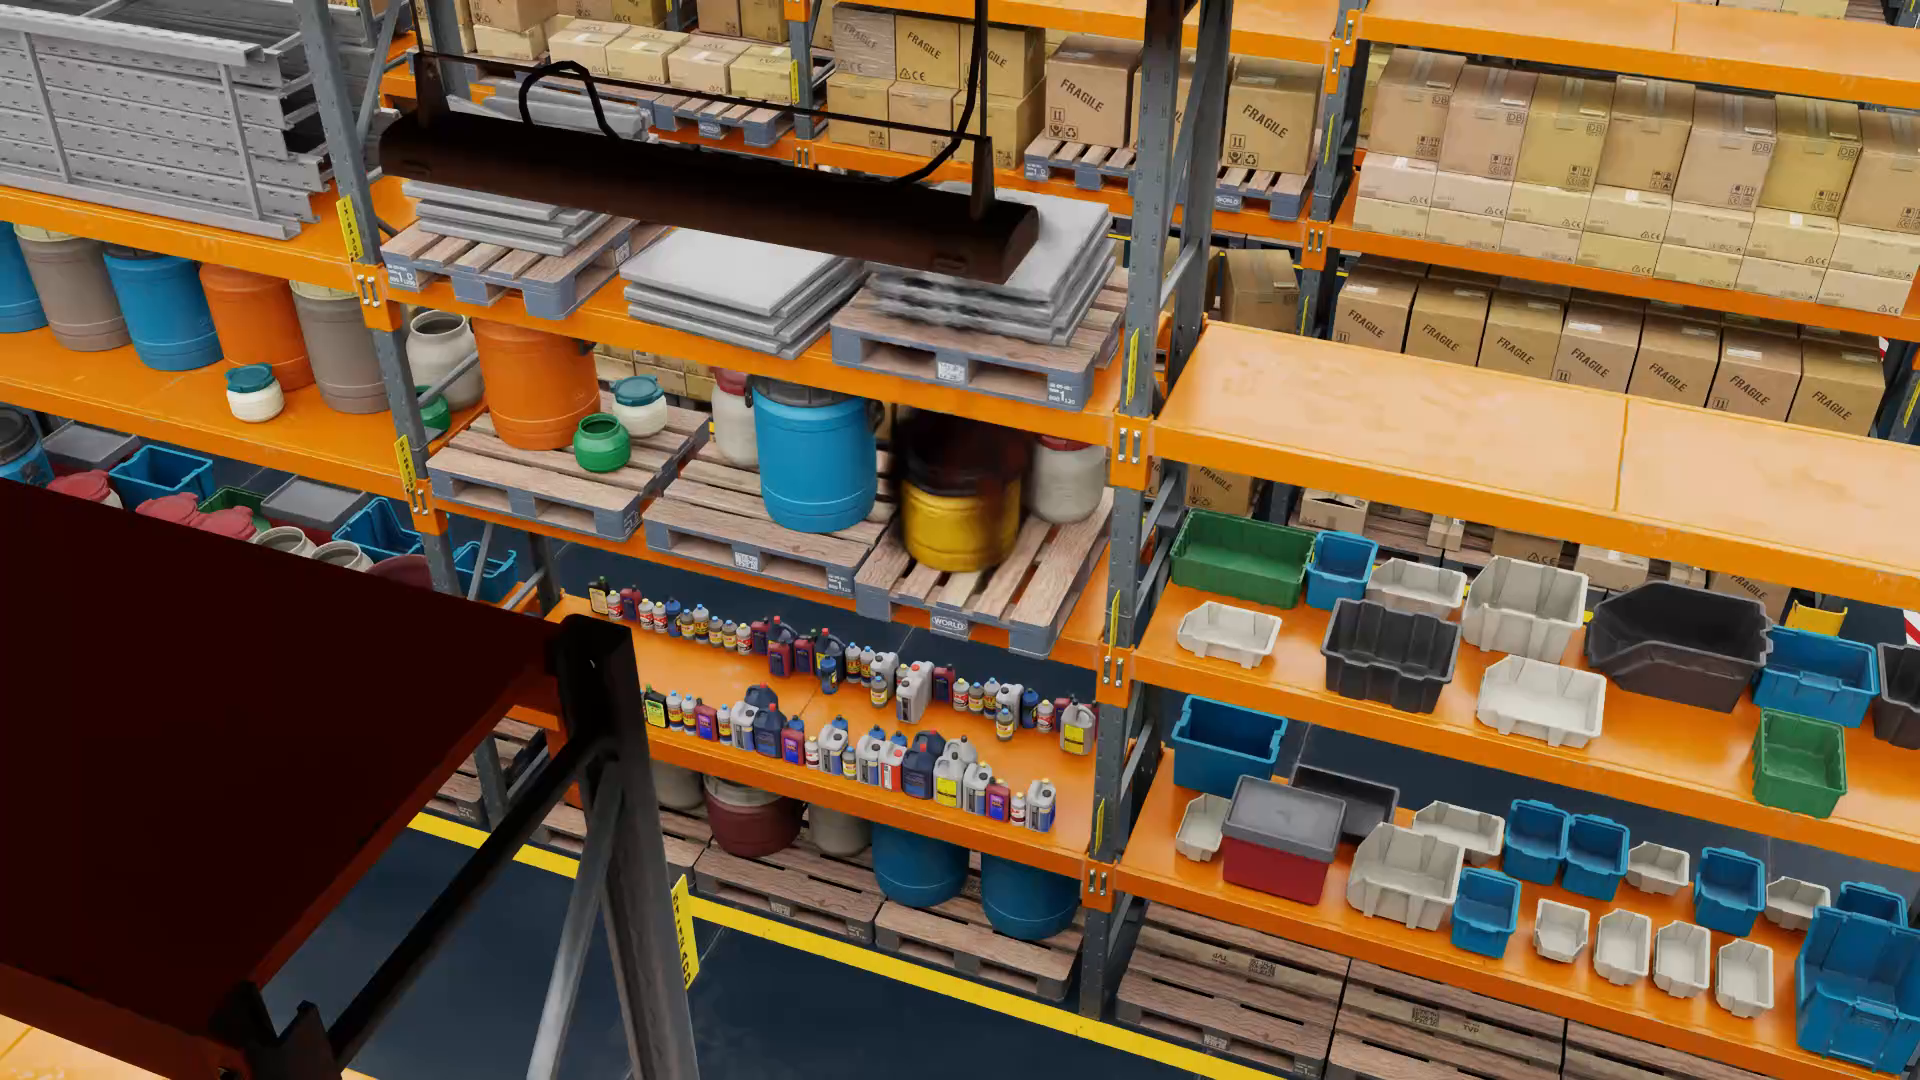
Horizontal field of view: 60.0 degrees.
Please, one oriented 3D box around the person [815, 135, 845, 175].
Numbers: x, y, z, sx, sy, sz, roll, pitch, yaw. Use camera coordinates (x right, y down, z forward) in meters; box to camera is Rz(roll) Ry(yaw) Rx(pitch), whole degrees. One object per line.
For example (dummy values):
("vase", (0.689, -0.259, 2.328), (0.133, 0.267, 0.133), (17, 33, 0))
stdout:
("person", (-1.269, -3.279, 16.596), (0.778, 1.556, 0.558), (-12, 38, -16))
